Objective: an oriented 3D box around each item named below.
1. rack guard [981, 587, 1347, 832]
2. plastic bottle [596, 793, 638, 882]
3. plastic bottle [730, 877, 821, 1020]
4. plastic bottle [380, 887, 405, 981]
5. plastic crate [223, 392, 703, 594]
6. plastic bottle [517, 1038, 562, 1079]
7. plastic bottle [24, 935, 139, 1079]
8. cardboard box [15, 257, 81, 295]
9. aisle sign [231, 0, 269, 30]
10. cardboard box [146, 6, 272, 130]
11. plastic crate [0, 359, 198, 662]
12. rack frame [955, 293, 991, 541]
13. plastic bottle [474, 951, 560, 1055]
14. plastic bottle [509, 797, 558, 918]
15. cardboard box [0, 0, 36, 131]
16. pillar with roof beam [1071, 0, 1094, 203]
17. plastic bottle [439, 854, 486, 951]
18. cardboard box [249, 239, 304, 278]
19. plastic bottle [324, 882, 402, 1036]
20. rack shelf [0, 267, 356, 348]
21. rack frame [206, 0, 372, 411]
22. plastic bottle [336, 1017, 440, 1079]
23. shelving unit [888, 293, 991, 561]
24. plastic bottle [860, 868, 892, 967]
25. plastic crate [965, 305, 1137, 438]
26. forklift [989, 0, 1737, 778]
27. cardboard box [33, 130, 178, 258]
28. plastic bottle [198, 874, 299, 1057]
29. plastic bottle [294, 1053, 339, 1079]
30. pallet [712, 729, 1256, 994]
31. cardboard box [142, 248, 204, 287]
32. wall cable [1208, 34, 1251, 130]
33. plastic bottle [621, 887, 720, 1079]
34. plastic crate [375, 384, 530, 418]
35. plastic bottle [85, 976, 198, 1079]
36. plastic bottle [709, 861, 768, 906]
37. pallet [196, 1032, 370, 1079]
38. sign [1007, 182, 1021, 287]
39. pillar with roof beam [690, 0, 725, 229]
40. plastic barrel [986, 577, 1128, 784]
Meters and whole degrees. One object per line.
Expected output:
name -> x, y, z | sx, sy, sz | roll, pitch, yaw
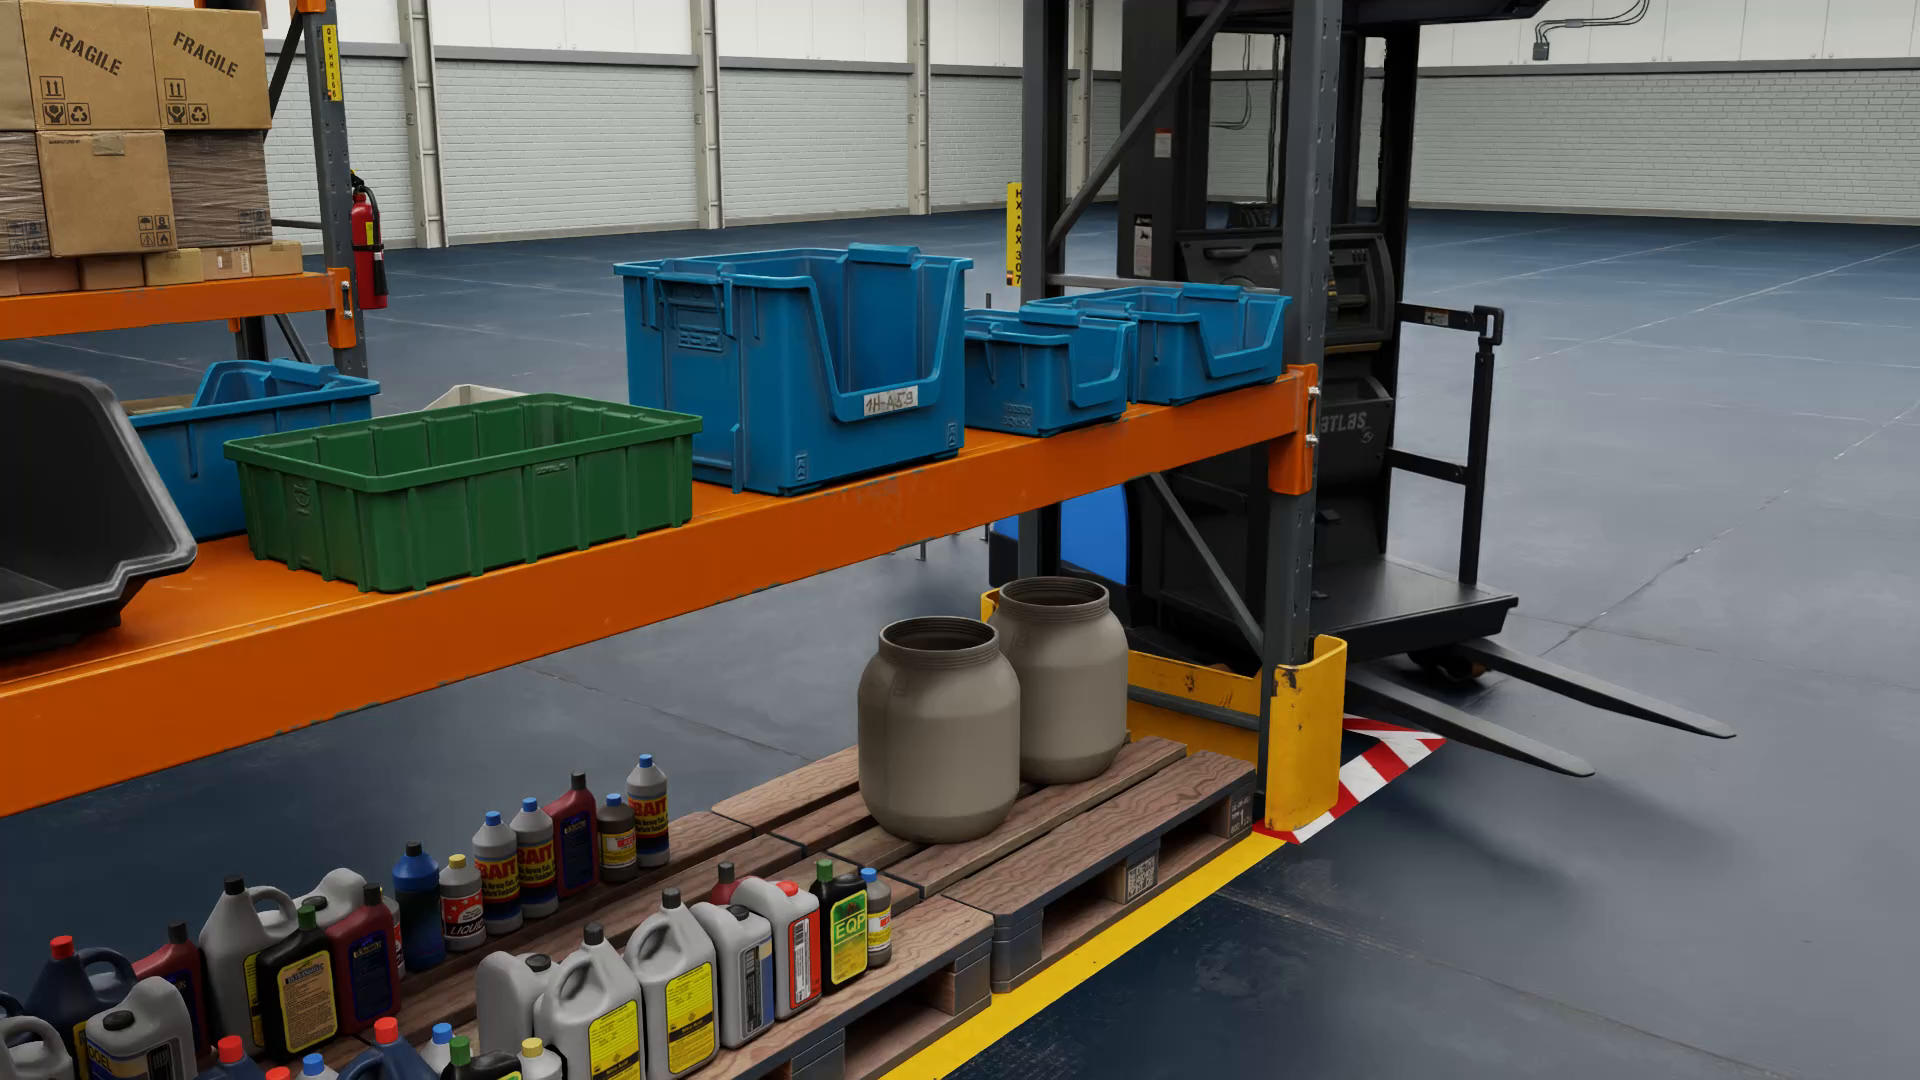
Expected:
rack guard -> 0.604, 0.484, 5.202 | 1.175, 0.500, 0.348 | 11, 18, 38
plastic bottle -> -0.832, 0.713, 4.016 | 0.097, 0.201, 0.097 | 0, 14, 0
plastic bottle -> -0.378, 0.821, 3.437 | 0.152, 0.276, 0.135 | 11, 18, 38
plastic bottle -> -1.236, 0.836, 3.530 | 0.097, 0.201, 0.097 | 0, 14, 0
plastic crate -> -0.826, -0.097, 2.842 | 0.450, 0.188, 0.662 | 11, 18, 38
plastic bottle -> -0.754, 0.983, 2.952 | 0.097, 0.201, 0.097 | 0, 14, 0
plastic bottle -> -1.597, 0.883, 3.042 | 0.144, 0.351, 0.185 | 10, 17, 35
cardboard box -> -3.889, -1.117, 6.937 | 0.380, 0.149, 0.250 | 11, 18, 38
aisle sign -> -3.431, -2.834, 7.907 | 0.394, 0.787, 0.004 | 11, 18, 38
cardboard box -> -3.390, -2.049, 7.260 | 0.500, 0.500, 0.500 | 11, 18, 38
plastic crate -> -1.471, -0.034, 2.290 | 0.767, 0.338, 0.504 | 11, 18, 38
rack frame -> 0.049, -0.597, 8.034 | 0.240, 1.200, 0.015 | 11, 18, 38
plastic bottle -> -0.814, 0.898, 3.136 | 0.152, 0.276, 0.135 | 11, 18, 38
plastic bottle -> -0.982, 0.724, 3.827 | 0.097, 0.271, 0.097 | 0, 14, 0
cardboard box -> -4.016, -1.857, 6.504 | 0.500, 0.500, 0.500 | 11, 18, 38
pillar with roof beam -> 6.257, -11.810, 36.334 | 9.100, 9.000, 0.400 | 11, 18, 38
plastic bottle -> -1.107, 0.797, 3.685 | 0.097, 0.201, 0.097 | 0, 14, 0
cardboard box -> -3.256, -1.307, 7.688 | 0.380, 0.149, 0.250 | 11, 18, 38
plastic bottle -> -1.206, 0.839, 3.350 | 0.061, 0.283, 0.133 | 11, 18, 38
rack shelf -> -4.494, -0.784, 6.578 | 1.077, 0.370, 4.000 | 11, 18, 38
rack frame -> -3.237, -1.516, 7.997 | 1.000, 3.000, 0.127 | 11, 18, 38
plastic bottle -> -0.950, 0.961, 2.735 | 0.144, 0.351, 0.185 | 10, 18, 35
shelving unit -> -0.104, -0.550, 7.850 | 0.258, 1.200, 0.503 | 11, 18, 38
plastic bottle -> -0.198, 0.813, 3.619 | 0.097, 0.201, 0.097 | 0, 14, 0
plastic crate -> 0.121, -0.412, 3.953 | 0.499, 0.251, 0.408 | 11, 18, 38
forklift -> 1.283, -0.912, 5.761 | 1.130, 2.935, 3.031 | -8, 16, -28
cardboard box -> -3.825, -1.493, 7.100 | 0.875, 0.500, 0.500 | 11, 18, 38
plastic bottle -> -1.394, 0.821, 3.286 | 0.144, 0.351, 0.185 | 11, 18, 37
plastic bottle -> -1.071, 0.989, 2.785 | 0.097, 0.271, 0.097 | 0, 14, 0
pallet -> 0.090, 0.779, 4.628 | 1.003, 0.211, 1.213 | 11, 18, 38
cardboard box -> -3.530, -1.204, 7.280 | 0.380, 0.149, 0.250 | 11, 18, 38
wall cable -> 5.789, -11.330, 40.754 | 3.097, 2.526, 0.112 | 11, 18, 38
plastic bottle -> -0.566, 0.844, 3.195 | 0.144, 0.351, 0.185 | 12, 19, 40
plastic crate -> -1.075, -0.206, 3.376 | 0.530, 0.136, 0.437 | 11, 18, 38
plastic bottle -> -1.466, 0.937, 2.980 | 0.152, 0.276, 0.135 | 11, 18, 38
plastic bottle -> -0.461, 0.801, 3.500 | 0.061, 0.283, 0.133 | 11, 18, 38
pallet -> -1.444, 1.246, 2.789 | 1.003, 0.211, 1.213 | 11, 18, 38
sign -> 0.190, -0.969, 5.284 | 0.100, 0.325, 0.005 | 11, 18, 38
pillar with roof beam -> -1.285, -9.511, 27.287 | 9.100, 9.000, 0.400 | 11, 18, 38
plastic barrel -> 0.261, 0.391, 4.692 | 0.421, 0.512, 0.421 | 0, 14, 0
